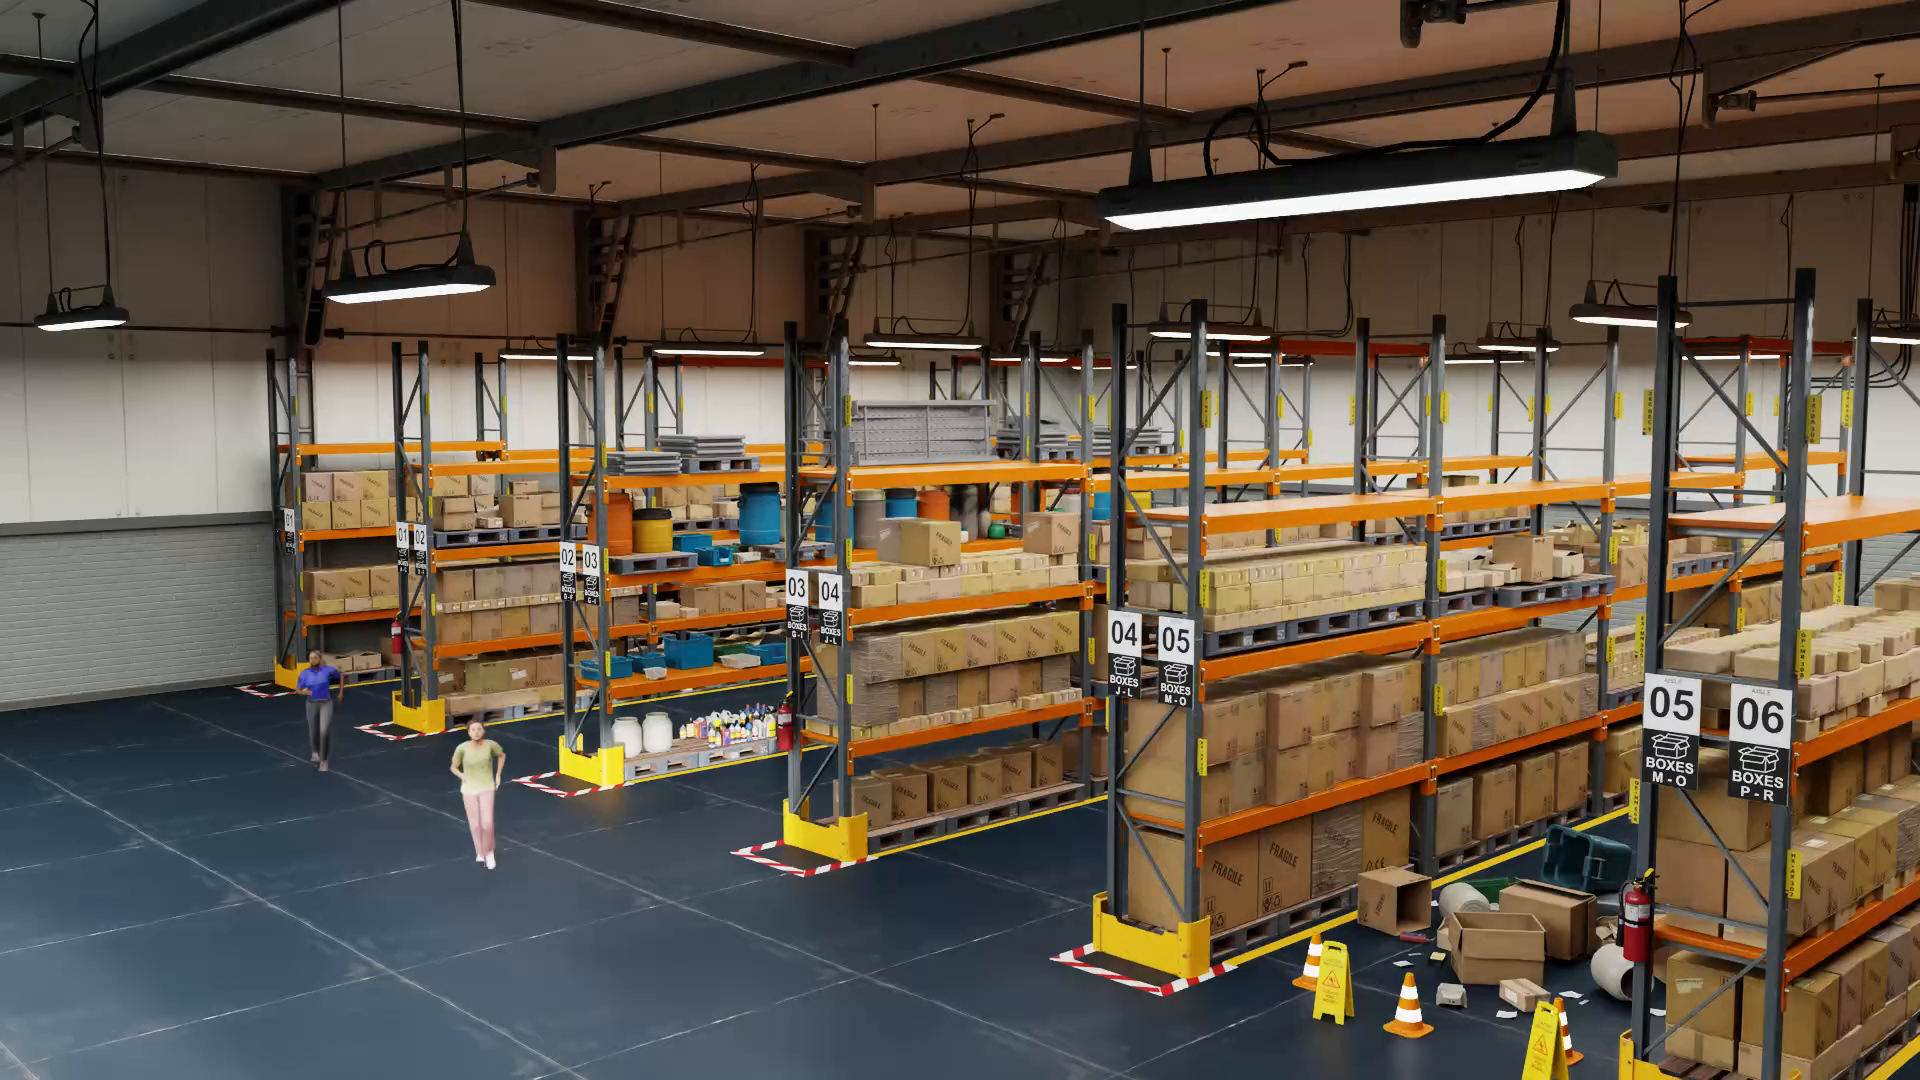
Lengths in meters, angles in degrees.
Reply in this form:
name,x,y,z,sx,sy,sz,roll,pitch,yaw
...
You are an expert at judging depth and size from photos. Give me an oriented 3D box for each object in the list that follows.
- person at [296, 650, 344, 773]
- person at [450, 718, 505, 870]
name,x,y,z,sx,sy,sz,roll,pitch,yaw
person,-8.867,2.354,23.059,0.584,1.697,0.883,-1,5,-12
person,-5.267,2.771,18.170,0.568,1.669,0.658,-1,5,-12
